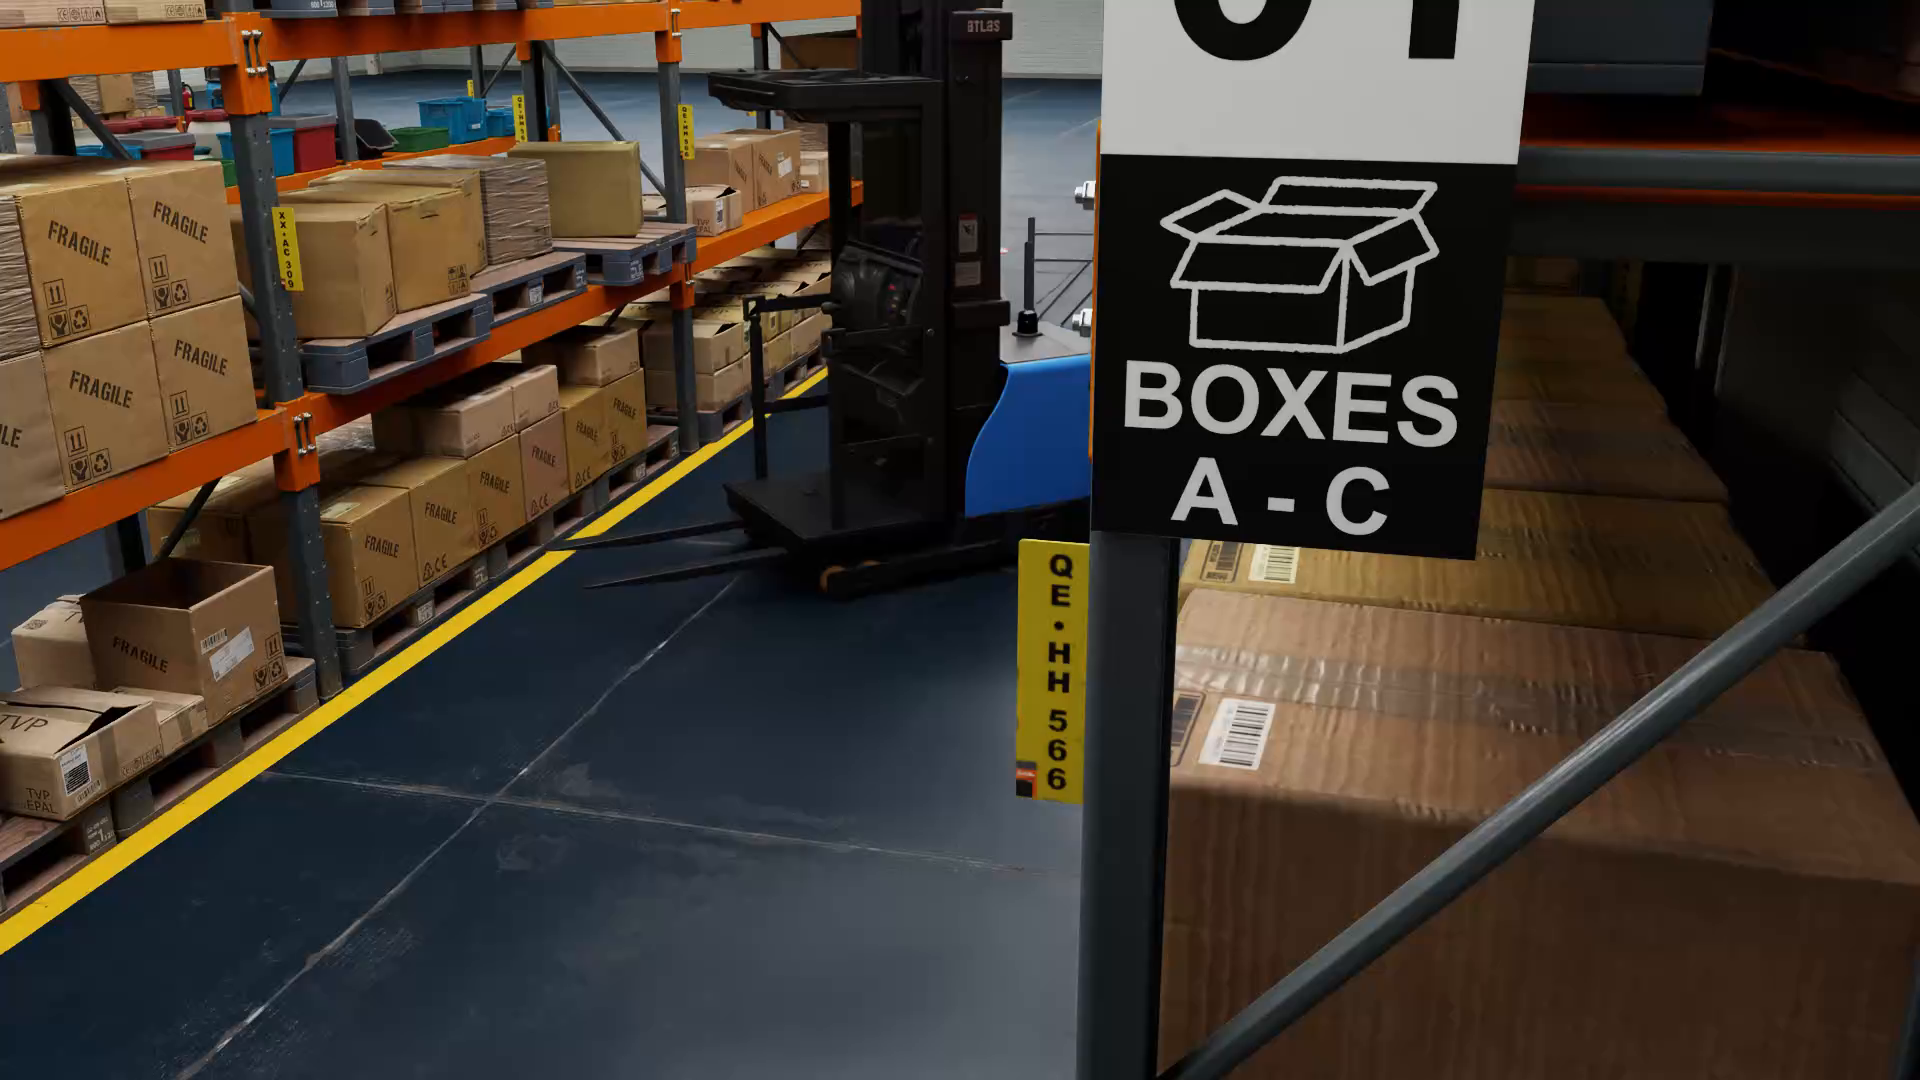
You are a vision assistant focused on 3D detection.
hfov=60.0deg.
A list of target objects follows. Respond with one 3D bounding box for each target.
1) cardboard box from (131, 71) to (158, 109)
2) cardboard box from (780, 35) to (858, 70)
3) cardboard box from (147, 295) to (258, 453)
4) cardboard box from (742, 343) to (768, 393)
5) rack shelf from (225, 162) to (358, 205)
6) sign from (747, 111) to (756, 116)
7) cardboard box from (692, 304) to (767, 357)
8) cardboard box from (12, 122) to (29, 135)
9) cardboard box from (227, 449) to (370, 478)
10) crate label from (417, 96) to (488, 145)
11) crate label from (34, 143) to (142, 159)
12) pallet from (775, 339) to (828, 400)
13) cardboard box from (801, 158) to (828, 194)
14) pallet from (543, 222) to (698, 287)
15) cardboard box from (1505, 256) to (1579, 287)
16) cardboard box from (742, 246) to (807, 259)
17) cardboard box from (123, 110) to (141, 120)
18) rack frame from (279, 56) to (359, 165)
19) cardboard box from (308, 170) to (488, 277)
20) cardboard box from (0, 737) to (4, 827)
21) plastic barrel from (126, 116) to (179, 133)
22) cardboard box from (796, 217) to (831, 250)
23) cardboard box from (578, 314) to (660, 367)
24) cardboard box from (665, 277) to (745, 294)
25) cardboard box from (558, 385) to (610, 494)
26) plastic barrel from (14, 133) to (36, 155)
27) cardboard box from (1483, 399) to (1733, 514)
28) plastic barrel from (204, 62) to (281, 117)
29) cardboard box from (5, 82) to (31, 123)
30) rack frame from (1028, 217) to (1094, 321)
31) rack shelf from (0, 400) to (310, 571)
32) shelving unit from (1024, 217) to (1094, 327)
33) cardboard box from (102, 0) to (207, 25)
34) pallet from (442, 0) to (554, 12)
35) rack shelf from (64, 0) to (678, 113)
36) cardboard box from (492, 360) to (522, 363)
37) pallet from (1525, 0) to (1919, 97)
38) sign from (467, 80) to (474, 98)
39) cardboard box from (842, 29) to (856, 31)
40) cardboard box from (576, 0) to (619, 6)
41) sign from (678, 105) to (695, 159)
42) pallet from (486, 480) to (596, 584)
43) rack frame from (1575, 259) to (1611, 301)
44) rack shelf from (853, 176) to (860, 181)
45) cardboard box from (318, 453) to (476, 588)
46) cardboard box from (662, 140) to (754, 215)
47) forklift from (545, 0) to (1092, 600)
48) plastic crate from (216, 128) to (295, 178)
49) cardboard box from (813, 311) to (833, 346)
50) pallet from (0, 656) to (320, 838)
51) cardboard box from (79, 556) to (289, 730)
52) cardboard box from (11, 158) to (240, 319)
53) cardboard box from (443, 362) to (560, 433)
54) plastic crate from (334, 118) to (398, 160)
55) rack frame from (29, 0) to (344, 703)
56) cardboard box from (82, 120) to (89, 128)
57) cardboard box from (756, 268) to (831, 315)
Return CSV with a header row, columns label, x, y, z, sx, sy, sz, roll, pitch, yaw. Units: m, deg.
label,x,y,z,sx,sy,sz,roll,pitch,yaw
cardboard box,-10.023,-5.342,19.573,0.875,0.500,0.500,5,19,13
cardboard box,-1.132,-4.088,14.353,0.700,0.500,0.500,5,19,14
cardboard box,-3.062,-0.650,6.295,0.500,0.500,0.500,5,19,14
cardboard box,-1.677,-1.230,11.751,0.500,0.250,0.500,4,19,12
rack shelf,-6.525,-2.712,13.600,1.077,0.370,4.000,5,19,13
sign,-1.773,-3.778,14.145,0.100,0.325,0.005,5,19,13
cardboard box,-1.678,-1.503,11.683,0.500,0.311,0.500,4,19,12
cardboard box,-10.213,-4.389,17.786,0.380,0.149,0.250,5,19,13
cardboard box,-3.217,-0.137,8.133,0.500,0.500,0.500,5,19,14
crate label,-5.246,-4.352,17.233,0.502,0.435,0.616,5,19,13
crate label,-6.509,-2.733,12.492,0.502,0.435,0.616,5,19,13
pallet,-1.672,-1.350,12.813,1.003,0.211,1.213,5,19,13
cardboard box,-1.271,-2.933,13.343,0.396,0.266,0.258,4,19,12
pallet,-2.309,-1.725,9.893,1.213,0.211,1.003,5,19,13
cardboard box,1.981,-1.066,5.861,0.500,0.250,0.500,5,20,15
cardboard box,-1.577,-2.340,14.135,0.500,0.311,0.500,5,19,14
cardboard box,-9.804,-4.939,19.396,0.380,0.149,0.250,5,19,13
rack frame,-6.036,-3.679,15.319,1.000,3.000,0.127,5,19,13
cardboard box,-2.817,-1.584,8.381,0.700,0.500,0.500,0,19,-1
cardboard box,-3.643,0.783,5.437,0.797,0.503,0.637,5,19,13
plastic barrel,-6.662,-3.231,13.797,0.433,0.535,0.433,0,19,0
cardboard box,-1.199,-2.858,15.358,0.500,0.500,0.500,5,19,13
cardboard box,-2.322,-1.380,11.324,0.500,0.311,0.500,5,20,15
cardboard box,-1.951,-1.858,12.724,0.500,0.311,0.500,5,20,15
cardboard box,-2.339,-0.585,9.446,0.500,0.500,0.500,4,19,11
plastic barrel,-6.969,-2.818,12.624,0.421,0.512,0.421,0,19,0
cardboard box,1.116,0.094,3.807,0.980,0.700,0.700,4,19,11
plastic barrel,-6.425,-3.820,14.954,0.600,0.901,0.708,5,19,13
cardboard box,-10.489,-4.713,17.732,0.875,0.500,0.500,5,19,13
rack frame,0.682,-1.327,10.753,0.500,1.500,0.032,1,19,3
rack shelf,-3.677,0.188,5.111,1.077,0.370,4.000,5,19,13
shelving unit,0.651,-1.163,10.273,0.538,1.500,1.048,1,19,3
cardboard box,-3.050,-1.955,5.861,0.500,0.250,0.500,5,19,13
pallet,-2.711,-2.634,7.910,1.213,0.211,1.003,5,19,13
rack shelf,-2.700,-2.486,8.296,1.077,0.370,4.000,5,19,13
cardboard box,-2.722,-0.774,10.000,0.500,0.500,0.500,4,19,11
pallet,0.810,-0.747,2.230,1.003,0.211,1.213,5,19,13
sign,-5.591,-5.109,19.076,0.100,0.325,0.005,5,19,13
cardboard box,-0.764,-4.560,15.735,0.700,0.500,0.500,5,19,13
cardboard box,-2.410,-3.201,9.123,0.910,0.500,0.500,5,19,13
sign,-1.683,-2.504,10.209,0.100,0.325,0.005,5,19,13
pallet,-2.731,-0.102,9.158,1.003,0.211,1.213,5,19,13
rack frame,1.616,-0.390,5.688,1.000,3.000,0.127,5,19,13
rack shelf,-0.745,-3.574,16.122,1.077,0.370,4.000,5,19,13
cardboard box,-2.715,-0.105,8.042,0.500,0.500,0.500,5,19,14
cardboard box,-1.817,-2.608,12.027,0.500,0.500,0.500,4,19,10
forklift,-0.610,-1.284,8.411,3.031,2.935,1.130,-10,21,-27
plastic crate,-6.004,-3.302,14.238,0.392,0.384,0.575,5,19,13
cardboard box,-1.304,-1.713,13.166,0.500,0.250,0.500,5,20,15
pallet,-3.357,0.755,6.650,1.003,0.211,1.213,5,19,13
cardboard box,-3.053,0.396,6.574,0.500,0.500,0.500,5,19,13
cardboard box,-3.061,-1.121,6.128,0.500,0.500,0.500,5,19,14
cardboard box,-2.468,-0.763,8.807,0.500,0.250,0.500,4,19,12
plastic crate,-5.785,-3.804,15.780,0.767,0.338,0.504,5,19,13
rack frame,-3.189,-0.780,6.830,1.000,3.000,0.127,5,19,13
cardboard box,-10.021,-4.707,18.716,0.380,0.149,0.250,5,19,13
cardboard box,-1.300,-1.981,13.082,0.500,0.311,0.500,5,19,13
